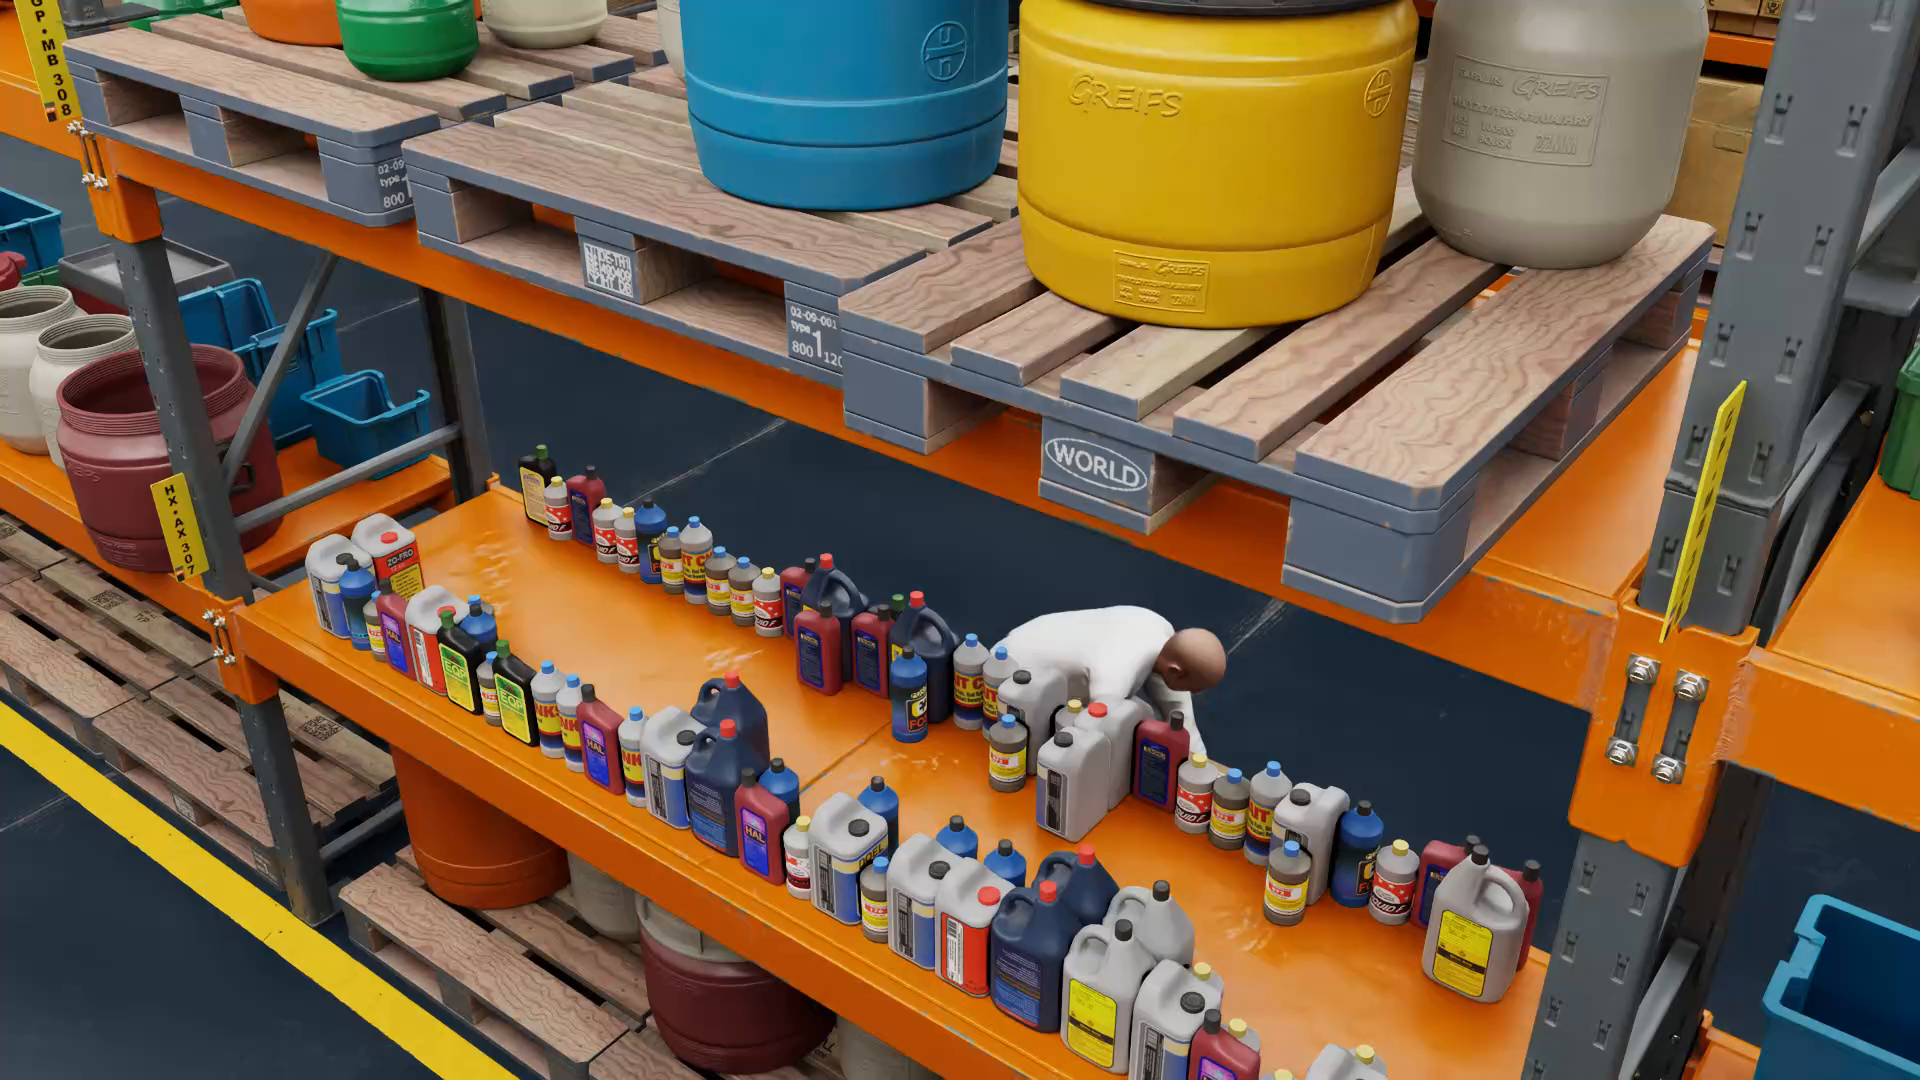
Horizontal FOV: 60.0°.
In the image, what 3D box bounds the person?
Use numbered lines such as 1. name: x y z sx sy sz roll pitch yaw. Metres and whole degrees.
1. person: 0.488 0.654 5.800 0.937 1.005 0.584 20 36 30
